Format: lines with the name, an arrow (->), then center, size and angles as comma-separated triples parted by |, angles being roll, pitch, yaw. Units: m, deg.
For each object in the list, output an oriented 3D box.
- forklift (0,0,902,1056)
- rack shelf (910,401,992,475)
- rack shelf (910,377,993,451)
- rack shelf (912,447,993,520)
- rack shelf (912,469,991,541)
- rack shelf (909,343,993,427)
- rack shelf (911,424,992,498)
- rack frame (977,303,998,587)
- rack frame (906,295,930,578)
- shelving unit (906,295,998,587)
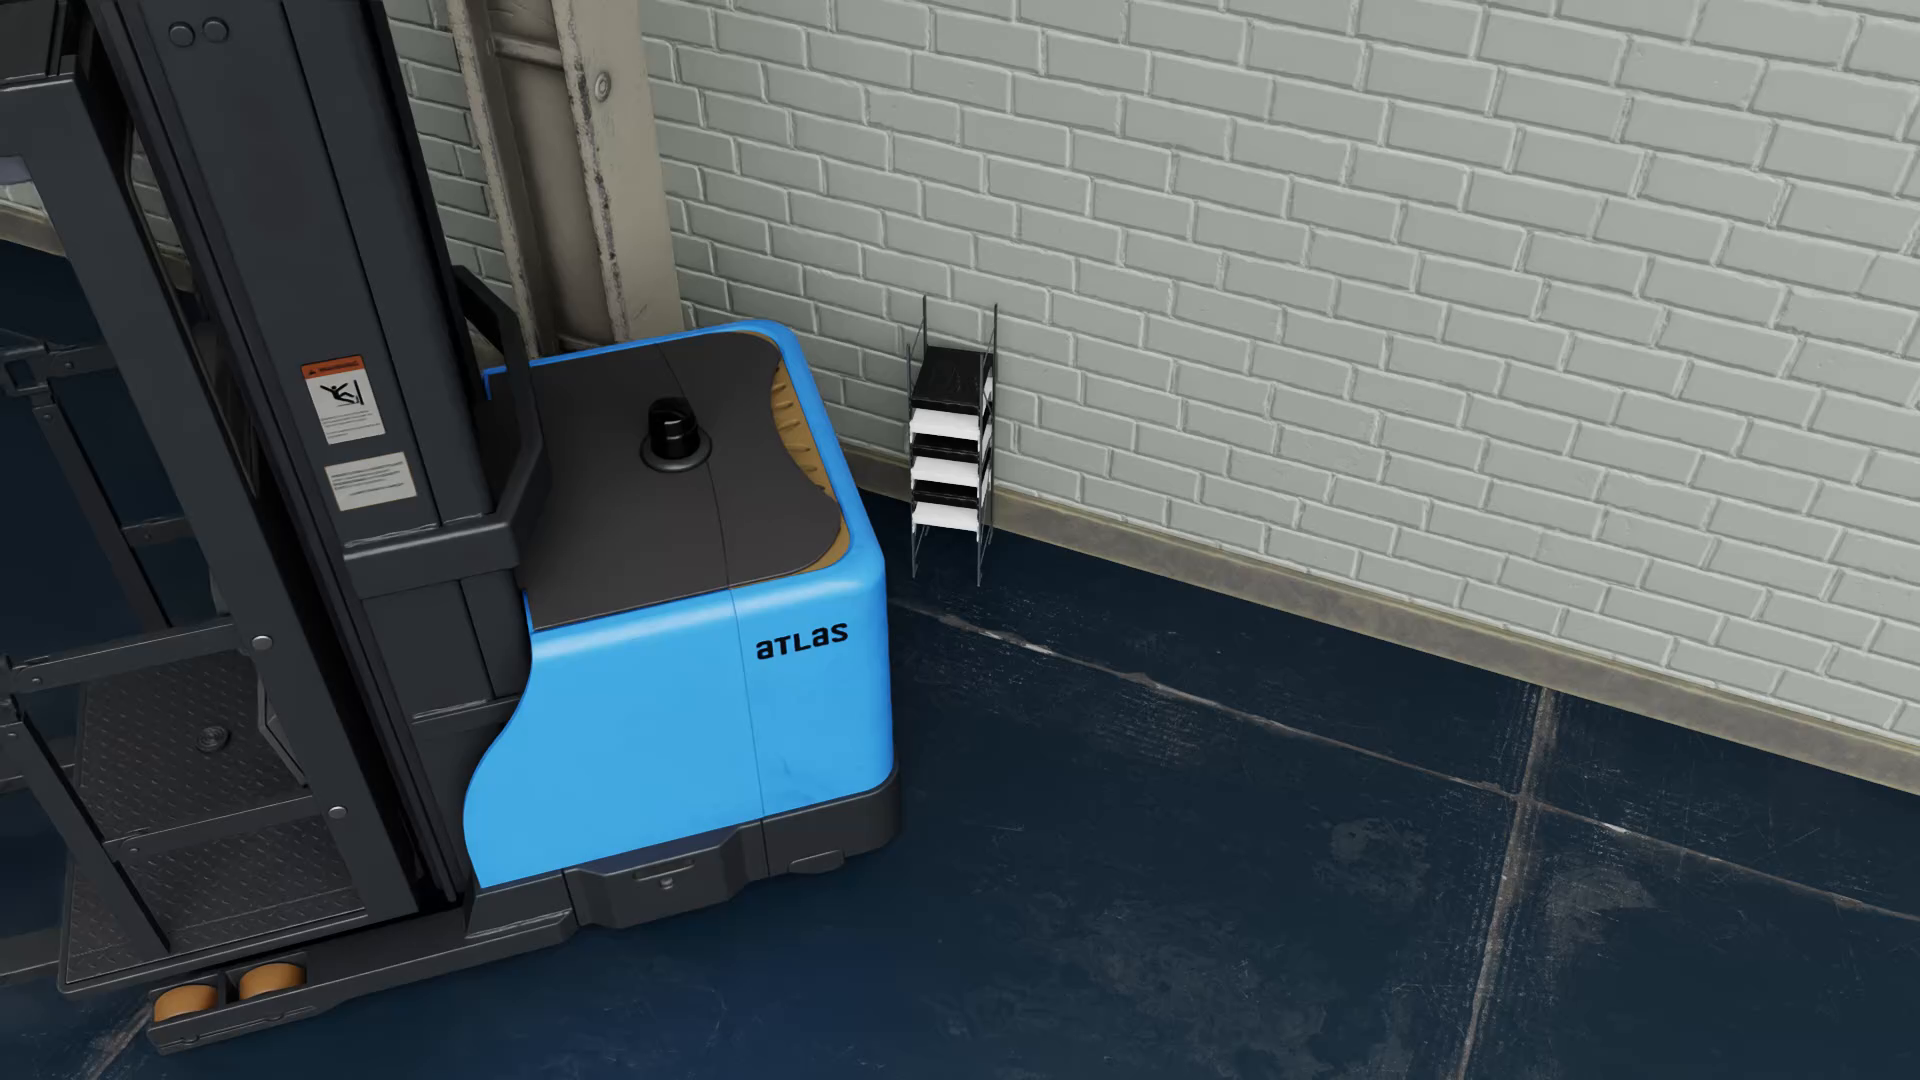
forklift -> -1.730, -0.233, 3.406 | 3.031, 2.935, 1.130 | -13, 46, -12
rack shelf -> -0.021, -0.313, 4.846 | 0.200, 0.077, 0.258 | 8, 45, 8
rack shelf -> -0.021, -0.377, 4.783 | 0.200, 0.077, 0.258 | 8, 45, 8
rack shelf -> -0.021, -0.185, 4.973 | 0.200, 0.077, 0.258 | 8, 45, 8
rack shelf -> -0.021, -0.121, 5.036 | 0.200, 0.077, 0.258 | 8, 45, 8
rack shelf -> -0.020, -0.440, 4.719 | 0.200, 0.077, 0.258 | 8, 45, 8
rack shelf -> -0.021, -0.249, 4.909 | 0.200, 0.077, 0.258 | 8, 45, 8
rack frame -> 0.079, -0.259, 4.872 | 0.006, 0.900, 0.240 | 8, 45, 8
rack frame -> -0.121, -0.286, 4.900 | 0.006, 0.900, 0.240 | 8, 45, 8
shelving unit -> -0.021, -0.273, 4.886 | 0.210, 0.900, 0.258 | 8, 45, 8
